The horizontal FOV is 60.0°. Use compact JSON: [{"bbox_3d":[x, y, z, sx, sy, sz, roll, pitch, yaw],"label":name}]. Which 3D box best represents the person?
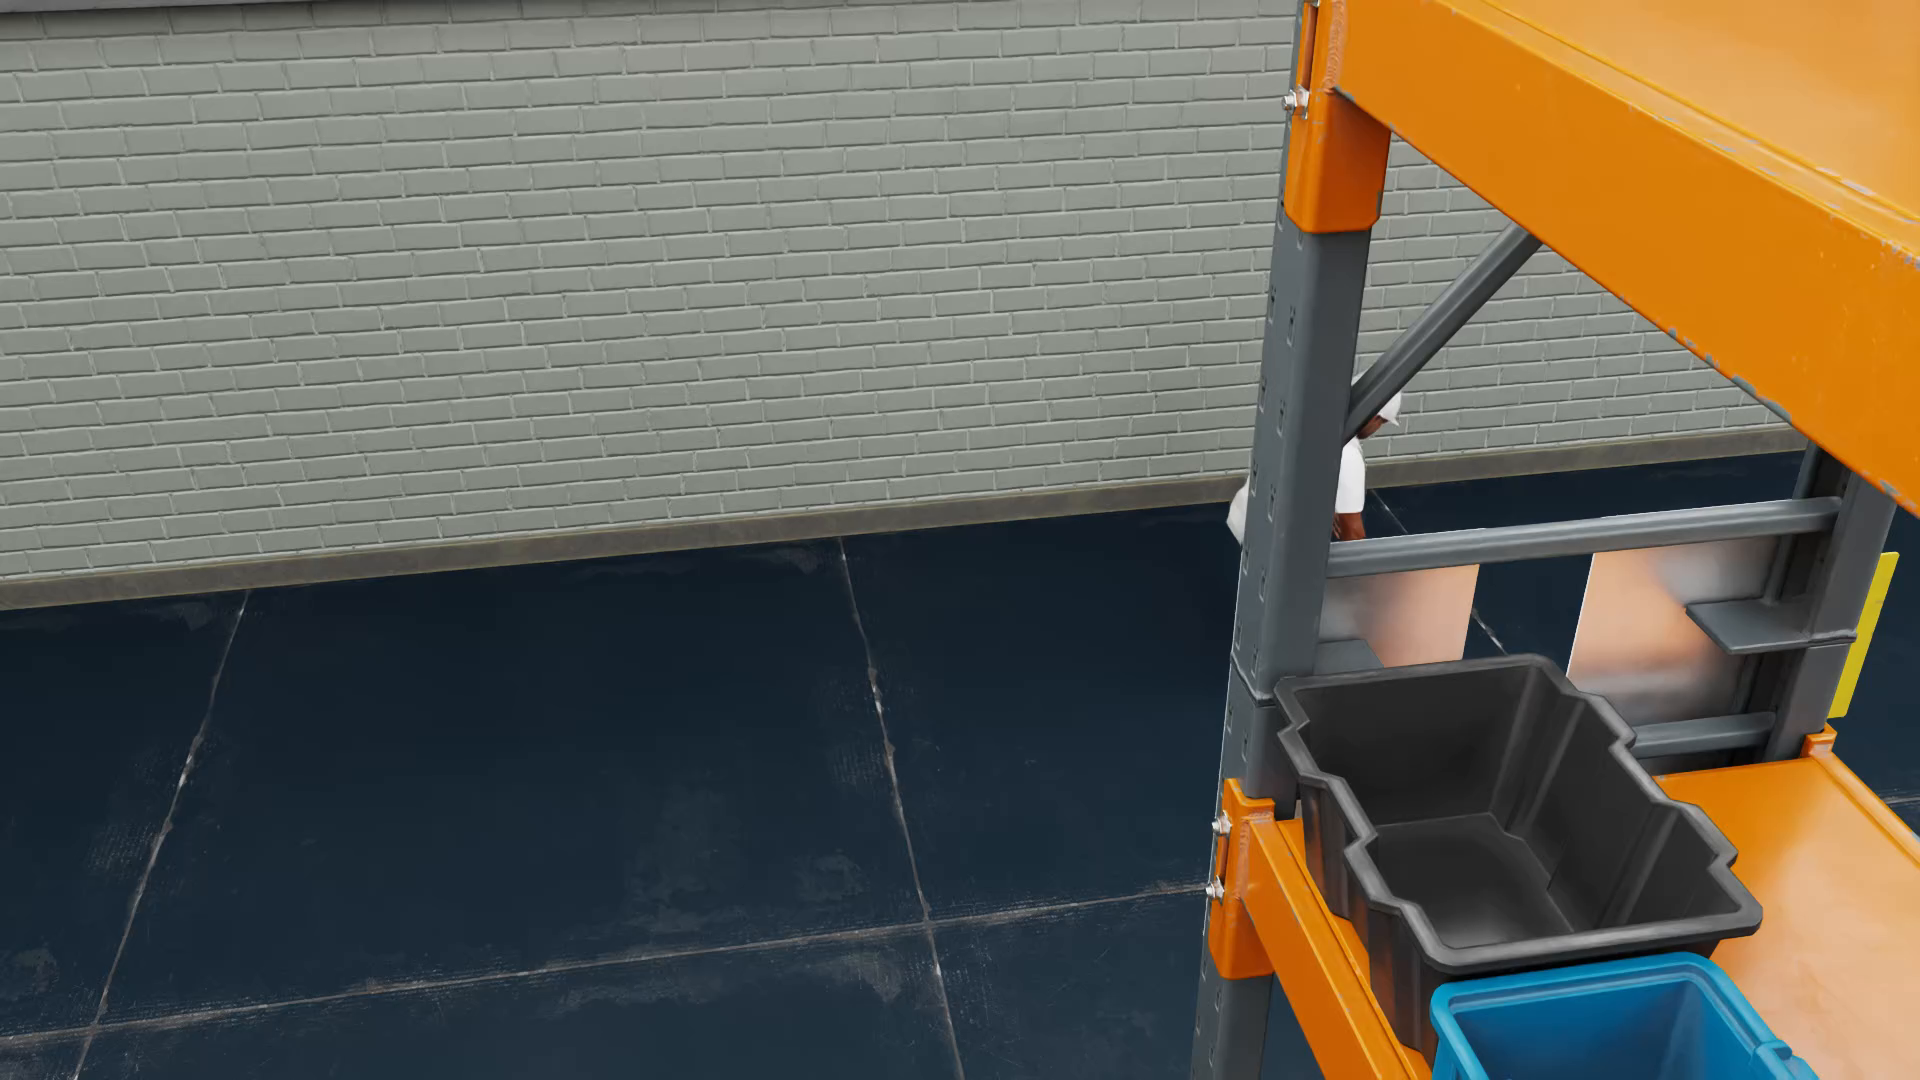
[{"bbox_3d":[1.566,-0.053,7.502,0.727,1.458,0.630,-5,31,-9],"label":"person"}]
